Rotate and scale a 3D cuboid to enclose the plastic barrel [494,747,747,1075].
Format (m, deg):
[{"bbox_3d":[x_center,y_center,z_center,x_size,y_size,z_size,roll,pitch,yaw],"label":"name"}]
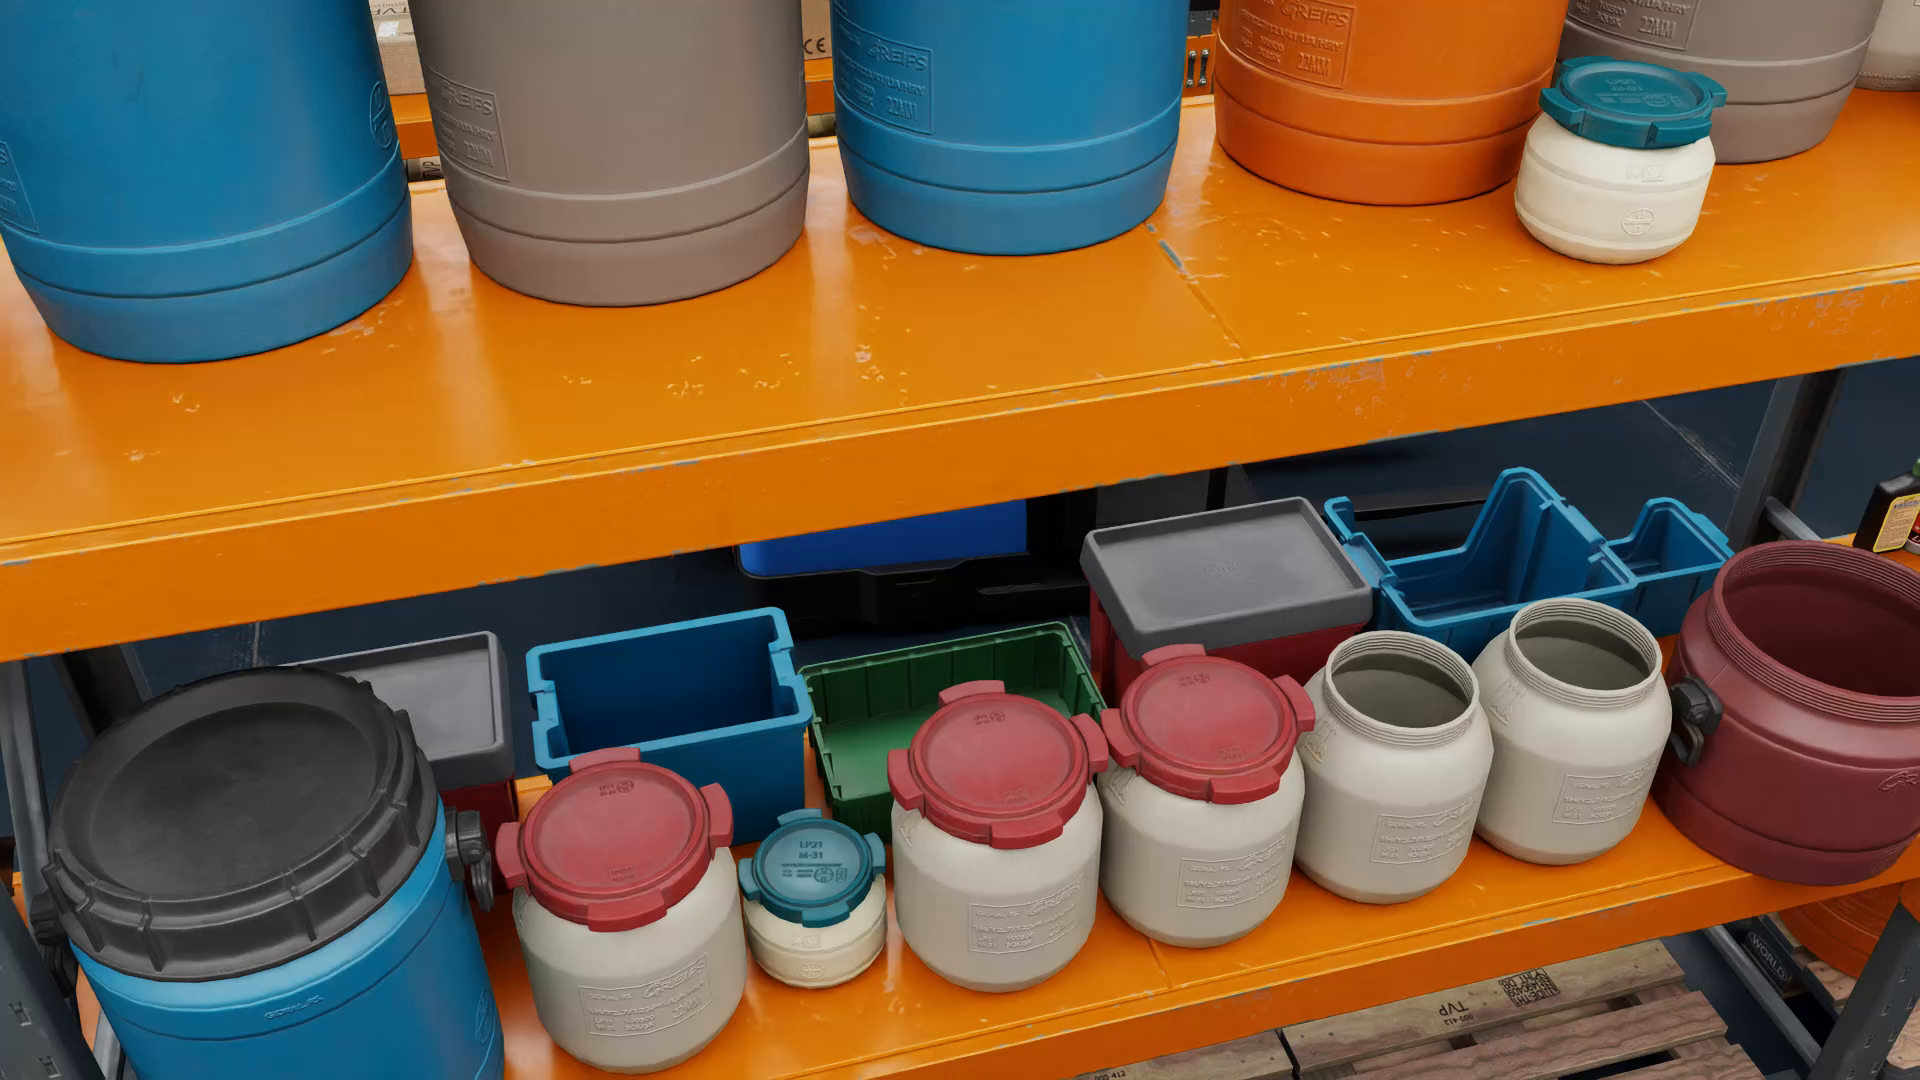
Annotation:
[{"bbox_3d":[-0.634,0.734,3.210,0.433,0.535,0.433,0,37,0],"label":"plastic barrel"}]

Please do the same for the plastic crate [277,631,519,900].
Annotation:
[{"bbox_3d":[-1.227,0.529,3.537,0.583,0.464,0.402,-9,38,-12],"label":"plastic crate"}]

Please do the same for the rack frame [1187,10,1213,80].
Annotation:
[{"bbox_3d":[0.959,-2.729,7.848,0.127,3.000,1.000,-9,38,-12],"label":"rack frame"}]

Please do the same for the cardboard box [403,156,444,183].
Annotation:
[{"bbox_3d":[-2.587,-1.625,7.861,0.500,0.311,0.500,-9,38,-12],"label":"cardboard box"}]

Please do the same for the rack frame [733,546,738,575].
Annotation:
[{"bbox_3d":[-0.897,-0.340,6.330,0.008,1.050,0.200,-5,38,-7],"label":"rack frame"}]

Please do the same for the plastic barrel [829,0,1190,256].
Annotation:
[{"bbox_3d":[0.082,-0.995,2.700,0.708,0.901,0.600,-9,38,-12],"label":"plastic barrel"}]

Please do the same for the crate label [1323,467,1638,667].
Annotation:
[{"bbox_3d":[1.217,0.162,4.040,0.616,0.435,0.502,-9,38,-12],"label":"crate label"}]

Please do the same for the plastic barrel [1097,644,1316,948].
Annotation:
[{"bbox_3d":[0.492,0.549,3.451,0.433,0.535,0.433,0,37,0],"label":"plastic barrel"}]

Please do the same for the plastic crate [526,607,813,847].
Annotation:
[{"bbox_3d":[-0.631,0.460,3.693,0.575,0.384,0.392,-9,38,-12],"label":"plastic crate"}]

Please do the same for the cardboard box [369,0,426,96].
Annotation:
[{"bbox_3d":[-2.439,-2.139,7.201,0.500,0.250,0.500,-7,38,-9],"label":"cardboard box"}]

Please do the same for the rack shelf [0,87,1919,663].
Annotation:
[{"bbox_3d":[0.316,-0.412,2.942,4.000,0.370,1.077,-9,38,-12],"label":"rack shelf"}]

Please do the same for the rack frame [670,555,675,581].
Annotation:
[{"bbox_3d":[-1.138,-0.317,6.300,0.008,1.050,0.200,-5,38,-7],"label":"rack frame"}]

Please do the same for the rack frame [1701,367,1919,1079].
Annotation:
[{"bbox_3d":[2.247,0.177,4.049,0.127,3.000,1.000,-9,38,-12],"label":"rack frame"}]

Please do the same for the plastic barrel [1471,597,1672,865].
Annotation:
[{"bbox_3d":[1.309,0.421,3.639,0.421,0.512,0.421,0,37,0],"label":"plastic barrel"}]

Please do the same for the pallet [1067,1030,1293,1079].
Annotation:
[{"bbox_3d":[0.313,1.576,4.516,1.213,0.211,1.003,-9,38,-12],"label":"pallet"}]

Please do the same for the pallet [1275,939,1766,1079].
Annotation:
[{"bbox_3d":[1.489,1.385,4.766,1.213,0.211,1.003,-9,38,-12],"label":"pallet"}]

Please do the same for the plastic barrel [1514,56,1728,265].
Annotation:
[{"bbox_3d":[1.080,-0.621,2.738,0.301,0.262,0.301,0,37,0],"label":"plastic barrel"}]

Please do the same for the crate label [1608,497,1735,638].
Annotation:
[{"bbox_3d":[1.742,0.091,4.300,0.416,0.233,0.303,-9,38,-12],"label":"crate label"}]

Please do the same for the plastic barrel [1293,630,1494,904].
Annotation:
[{"bbox_3d":[0.902,0.488,3.551,0.421,0.512,0.421,0,37,0],"label":"plastic barrel"}]

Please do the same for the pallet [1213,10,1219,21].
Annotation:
[{"bbox_3d":[1.595,-2.801,8.101,1.003,0.211,1.213,-9,38,-12],"label":"pallet"}]

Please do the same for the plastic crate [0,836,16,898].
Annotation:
[{"bbox_3d":[-2.154,0.844,3.229,0.504,0.338,0.767,-9,38,-12],"label":"plastic crate"}]

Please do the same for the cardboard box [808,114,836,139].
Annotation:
[{"bbox_3d":[-0.621,-1.948,8.283,0.500,0.311,0.500,-10,39,-13],"label":"cardboard box"}]

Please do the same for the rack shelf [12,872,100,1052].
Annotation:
[{"bbox_3d":[-3.546,1.413,3.026,4.000,0.370,1.077,-9,38,-12],"label":"rack shelf"}]

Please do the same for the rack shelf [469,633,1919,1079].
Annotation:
[{"bbox_3d":[0.316,0.780,3.854,4.000,0.370,1.077,-9,38,-12],"label":"rack shelf"}]

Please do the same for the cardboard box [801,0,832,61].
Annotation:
[{"bbox_3d":[-0.657,-2.493,7.458,0.500,0.500,0.500,-11,39,-14],"label":"cardboard box"}]

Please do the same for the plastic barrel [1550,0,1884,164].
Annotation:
[{"bbox_3d":[1.397,-1.210,2.982,0.600,0.901,0.600,0,37,0],"label":"plastic barrel"}]

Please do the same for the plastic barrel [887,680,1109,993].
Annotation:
[{"bbox_3d":[0.074,0.618,3.362,0.433,0.535,0.433,0,37,0],"label":"plastic barrel"}]

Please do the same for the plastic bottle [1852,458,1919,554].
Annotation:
[{"bbox_3d":[2.526,-0.091,4.496,0.133,0.283,0.061,-9,38,-12],"label":"plastic bottle"}]

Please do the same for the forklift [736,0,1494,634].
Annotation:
[{"bbox_3d":[0.615,-1.222,5.935,3.031,2.935,1.130,-5,38,-7],"label":"forklift"}]

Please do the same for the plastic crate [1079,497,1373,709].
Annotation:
[{"bbox_3d":[0.607,0.228,3.930,0.583,0.464,0.402,-9,38,-12],"label":"plastic crate"}]

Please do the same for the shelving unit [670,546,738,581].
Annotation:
[{"bbox_3d":[-1.018,-0.328,6.315,0.252,1.050,0.215,-5,38,-7],"label":"shelving unit"}]

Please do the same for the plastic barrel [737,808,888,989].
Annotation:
[{"bbox_3d":[-0.297,0.746,3.420,0.301,0.262,0.301,0,37,0],"label":"plastic barrel"}]

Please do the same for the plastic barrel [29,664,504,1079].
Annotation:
[{"bbox_3d":[-1.163,0.728,2.916,0.708,0.901,0.600,-9,38,-12],"label":"plastic barrel"}]

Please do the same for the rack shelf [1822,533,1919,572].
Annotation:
[{"bbox_3d":[4.177,0.146,4.682,4.000,0.370,1.077,-9,38,-12],"label":"rack shelf"}]

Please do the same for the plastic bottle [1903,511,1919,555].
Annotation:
[{"bbox_3d":[2.642,-0.066,4.531,0.097,0.201,0.097,0,37,0],"label":"plastic bottle"}]

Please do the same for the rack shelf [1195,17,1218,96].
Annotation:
[{"bbox_3d":[2.890,-2.760,8.481,4.000,0.370,1.077,-9,38,-12],"label":"rack shelf"}]

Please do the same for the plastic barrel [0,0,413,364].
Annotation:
[{"bbox_3d":[-1.181,-0.787,2.429,0.708,0.901,0.600,-9,38,-12],"label":"plastic barrel"}]

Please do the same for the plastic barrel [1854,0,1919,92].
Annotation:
[{"bbox_3d":[1.867,-1.189,3.275,0.421,0.512,0.421,0,37,0],"label":"plastic barrel"}]

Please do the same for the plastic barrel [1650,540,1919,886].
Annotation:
[{"bbox_3d":[1.878,0.374,3.680,0.708,0.536,0.600,-9,38,-12],"label":"plastic barrel"}]

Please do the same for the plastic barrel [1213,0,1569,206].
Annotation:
[{"bbox_3d":[0.766,-1.078,2.868,0.708,0.830,0.600,-9,38,-12],"label":"plastic barrel"}]

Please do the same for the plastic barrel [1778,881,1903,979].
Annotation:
[{"bbox_3d":[2.714,0.785,4.696,0.708,0.830,0.600,-9,38,-12],"label":"plastic barrel"}]

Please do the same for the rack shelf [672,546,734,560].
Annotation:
[{"bbox_3d":[-1.018,-0.099,6.490,0.240,0.259,0.215,-5,38,-7],"label":"rack shelf"}]

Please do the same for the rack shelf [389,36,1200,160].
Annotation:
[{"bbox_3d":[-0.972,-2.126,7.653,4.000,0.370,1.077,-9,38,-12],"label":"rack shelf"}]

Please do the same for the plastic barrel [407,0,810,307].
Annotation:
[{"bbox_3d":[-0.549,-0.891,2.565,0.600,0.901,0.600,0,37,0],"label":"plastic barrel"}]

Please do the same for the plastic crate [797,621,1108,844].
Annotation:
[{"bbox_3d":[-0.007,0.454,3.863,0.662,0.188,0.450,-9,38,-12],"label":"plastic crate"}]

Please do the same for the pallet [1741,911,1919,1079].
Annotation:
[{"bbox_3d":[2.997,1.136,5.092,1.213,0.211,1.003,-9,38,-12],"label":"pallet"}]
